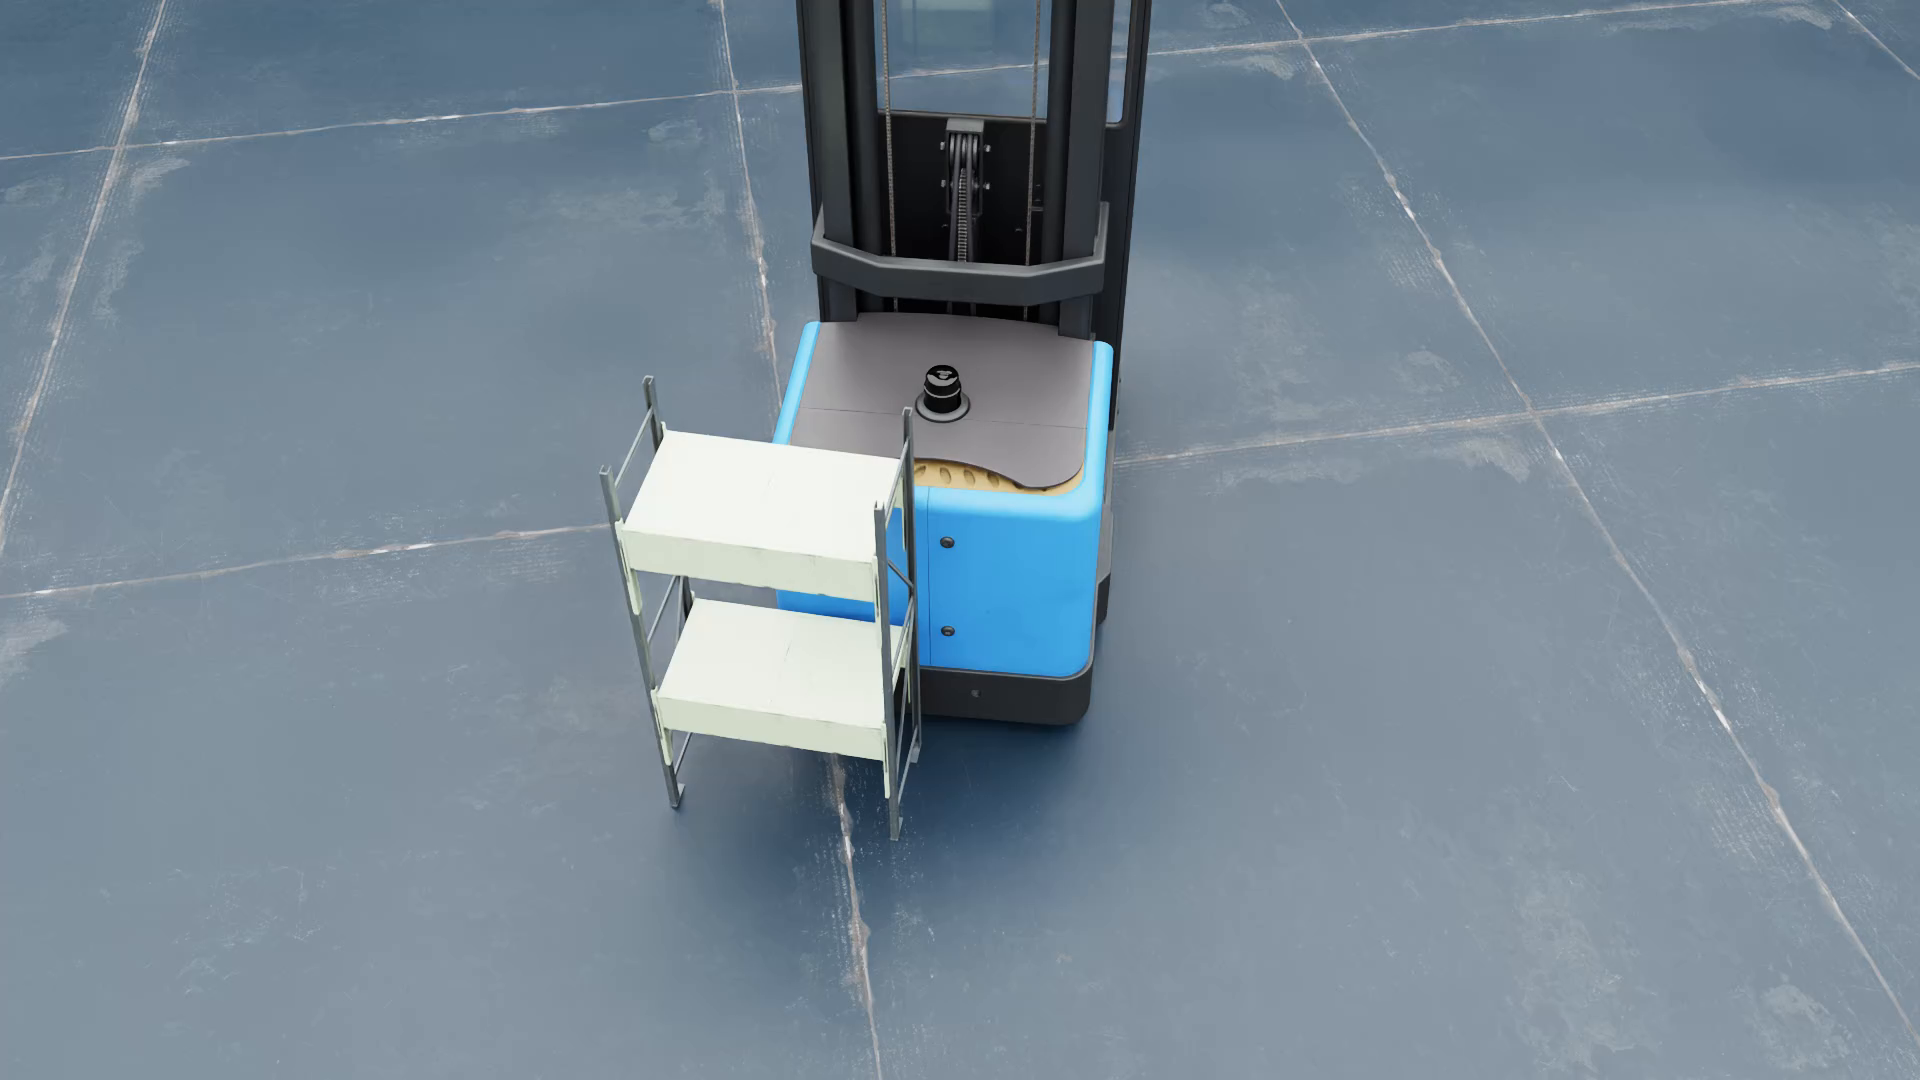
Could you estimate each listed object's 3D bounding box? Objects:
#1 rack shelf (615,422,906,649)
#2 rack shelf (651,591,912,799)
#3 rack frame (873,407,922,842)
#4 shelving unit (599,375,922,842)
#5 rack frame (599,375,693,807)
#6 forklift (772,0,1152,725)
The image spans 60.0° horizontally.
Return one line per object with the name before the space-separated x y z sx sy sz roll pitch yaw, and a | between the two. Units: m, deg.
rack shelf | -0.535 -0.016 4.682 0.720 0.370 0.431 7 47 7
rack shelf | -0.535 0.481 5.198 0.720 0.370 0.431 7 47 7
rack frame | -0.175 0.301 4.918 0.023 1.500 0.400 7 47 7
shelving unit | -0.535 0.254 4.963 0.755 1.500 0.431 7 47 7
rack frame | -0.895 0.207 5.009 0.023 1.500 0.400 7 47 7
forklift | 0.068 -1.464 5.626 1.130 2.935 3.031 5 46 4
